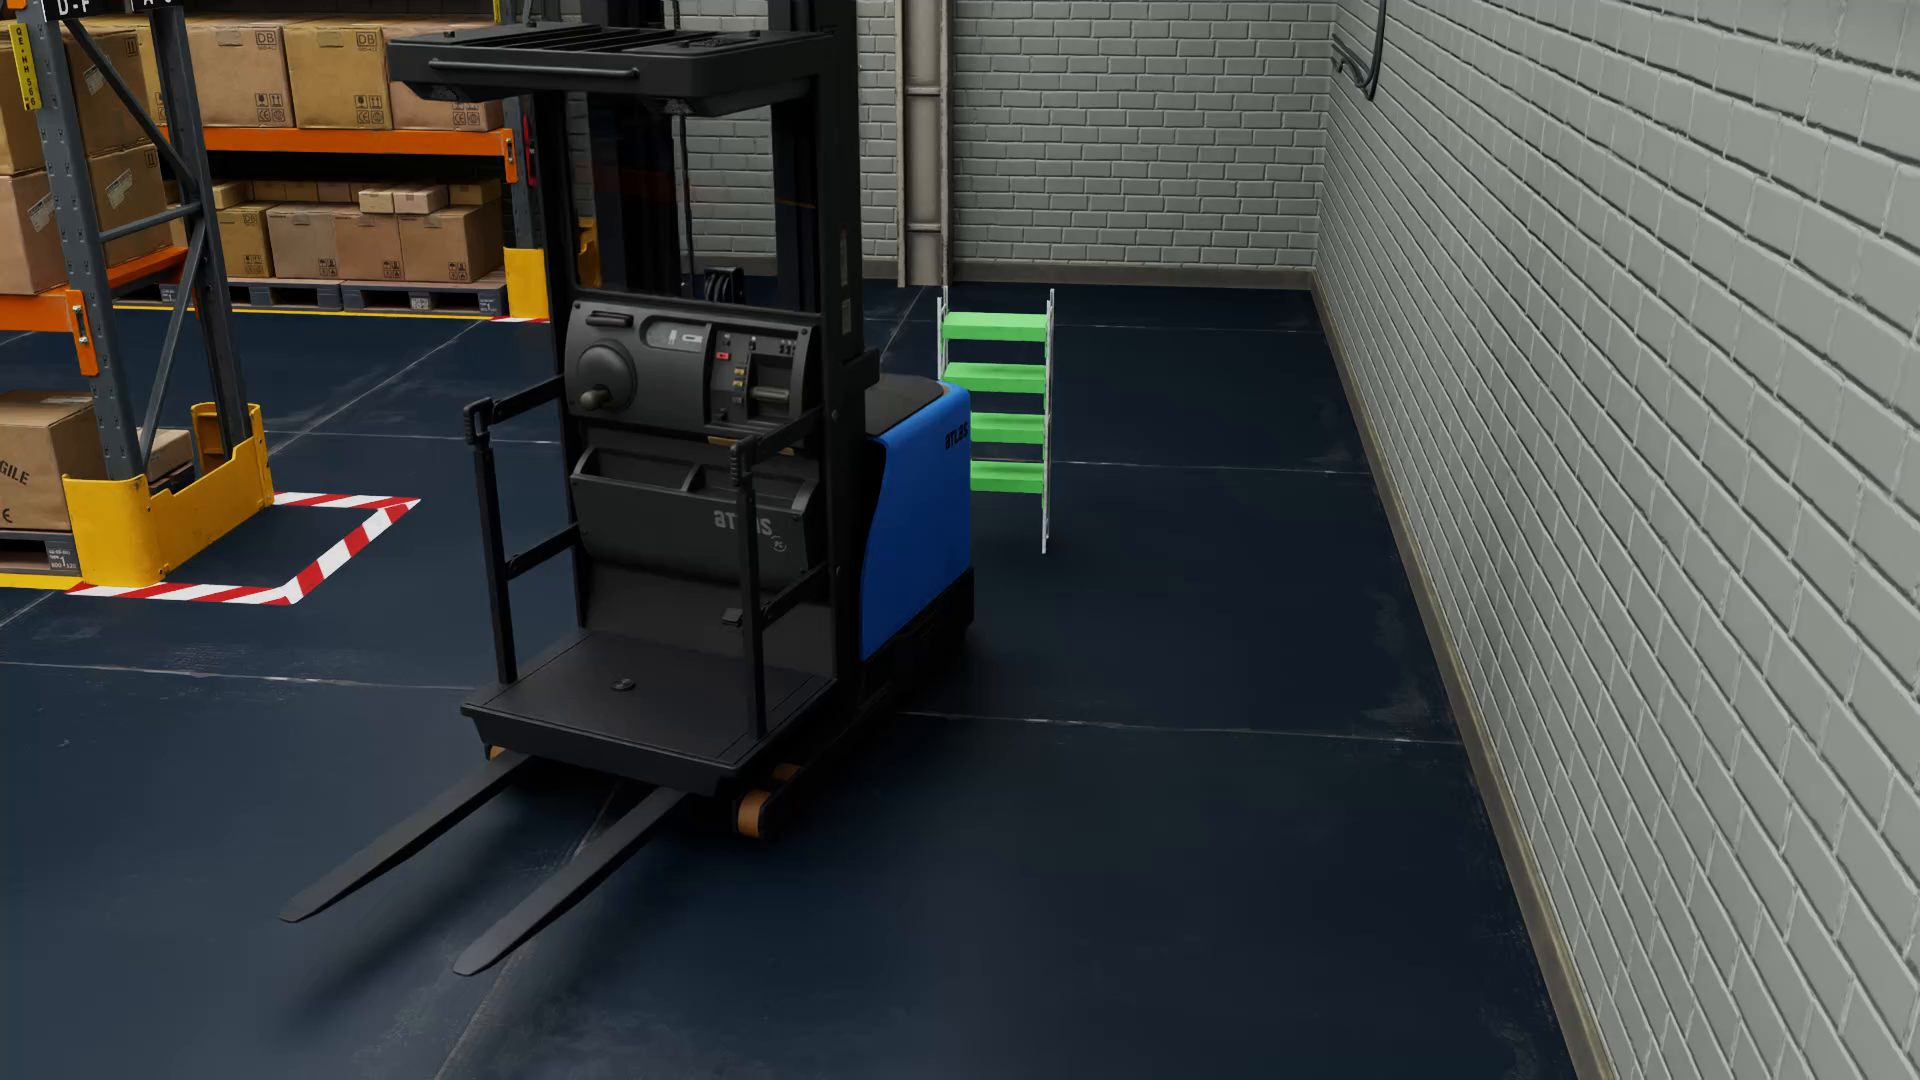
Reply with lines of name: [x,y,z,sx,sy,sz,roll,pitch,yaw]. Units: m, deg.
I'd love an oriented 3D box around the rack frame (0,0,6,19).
rack frame: [-7.023,-3.378,12.405,0.127,3.000,1.000,2,22,6]

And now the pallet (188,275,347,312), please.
pallet: [-5.062,-1.968,12.631,1.213,0.211,1.003,2,22,6]

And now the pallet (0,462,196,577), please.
pallet: [-4.497,-0.137,8.000,1.213,0.211,1.003,2,22,6]

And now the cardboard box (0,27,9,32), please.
cardboard box: [-4.559,-2.043,7.533,0.500,0.500,0.500,3,22,7]

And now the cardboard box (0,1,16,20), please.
cardboard box: [-7.449,-4.036,12.482,0.500,0.250,0.500,3,22,8]

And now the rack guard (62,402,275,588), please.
rack guard: [-3.705,-0.237,7.860,0.348,0.500,1.175,2,22,6]

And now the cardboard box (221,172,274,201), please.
cardboard box: [-5.377,-2.677,12.579,0.250,0.149,0.380,3,22,7]

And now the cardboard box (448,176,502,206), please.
cardboard box: [-3.610,-2.601,12.386,0.250,0.149,0.380,3,22,7]

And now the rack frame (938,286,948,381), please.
rack frame: [-0.078,-0.561,7.728,0.015,1.200,0.240,2,22,6]

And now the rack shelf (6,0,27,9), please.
rack shelf: [-5.616,-2.544,7.192,4.000,0.370,1.077,2,22,6]

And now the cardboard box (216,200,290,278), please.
cardboard box: [-5.284,-2.296,12.495,0.500,0.500,0.700,3,22,8]

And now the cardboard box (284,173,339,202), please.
cardboard box: [-4.869,-2.655,12.523,0.250,0.149,0.380,3,22,7]

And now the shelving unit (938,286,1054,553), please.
shelving unit: [0.164,-0.551,7.701,0.503,1.200,0.258,2,22,6]

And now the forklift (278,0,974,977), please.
forklift: [-0.998,-0.558,5.366,1.130,2.935,3.031,9,23,22]

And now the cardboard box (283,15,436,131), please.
cardboard box: [-4.282,-3.391,12.028,0.700,0.700,0.980,2,22,6]

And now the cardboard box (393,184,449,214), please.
cardboard box: [-3.906,-2.473,12.061,0.250,0.149,0.380,2,22,6]

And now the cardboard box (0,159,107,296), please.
cardboard box: [-4.107,-1.363,7.172,0.500,0.500,0.500,3,22,8]

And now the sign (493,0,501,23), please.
sign: [-3.128,-3.656,11.212,0.005,0.325,0.100,2,22,6]

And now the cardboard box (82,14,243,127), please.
cardboard box: [-5.762,-3.455,12.191,0.700,0.700,0.980,2,22,5]

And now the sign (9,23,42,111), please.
sign: [-3.715,-1.880,6.611,0.005,0.325,0.100,2,22,6]

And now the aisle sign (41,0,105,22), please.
aisle sign: [-3.598,-2.491,6.624,0.004,0.787,0.394,2,22,6]

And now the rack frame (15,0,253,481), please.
rack frame: [-3.630,-1.397,7.393,0.127,3.000,1.000,2,22,6]

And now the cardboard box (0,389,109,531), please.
cardboard box: [-4.199,-0.372,7.603,0.500,0.500,0.500,2,22,6]

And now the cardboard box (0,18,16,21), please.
cardboard box: [-7.450,-3.684,12.612,0.500,0.500,0.500,2,22,4]

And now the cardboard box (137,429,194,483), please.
cardboard box: [-4.005,-0.419,8.199,0.250,0.149,0.380,2,22,6]

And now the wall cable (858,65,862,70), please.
wall cable: [-1.668,-3.968,12.514,1.851,1.984,0.084,2,22,6]

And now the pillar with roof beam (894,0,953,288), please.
pillar with roof beam: [-0.774,-4.622,7.392,0.400,9.000,9.100,2,22,6]

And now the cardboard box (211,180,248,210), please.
cardboard box: [-5.455,-2.539,12.229,0.250,0.149,0.380,2,22,5]

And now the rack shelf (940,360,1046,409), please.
rack shelf: [0.164,-0.715,7.636,0.480,0.148,0.258,2,22,6]

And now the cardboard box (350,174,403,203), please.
cardboard box: [-4.361,-2.634,12.469,0.250,0.149,0.380,3,22,7]

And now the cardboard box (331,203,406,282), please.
cardboard box: [-4.254,-2.254,12.389,0.500,0.500,0.700,2,22,6]

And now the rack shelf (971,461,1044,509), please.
rack shelf: [0.164,-0.268,7.813,0.480,0.148,0.258,2,22,6]
